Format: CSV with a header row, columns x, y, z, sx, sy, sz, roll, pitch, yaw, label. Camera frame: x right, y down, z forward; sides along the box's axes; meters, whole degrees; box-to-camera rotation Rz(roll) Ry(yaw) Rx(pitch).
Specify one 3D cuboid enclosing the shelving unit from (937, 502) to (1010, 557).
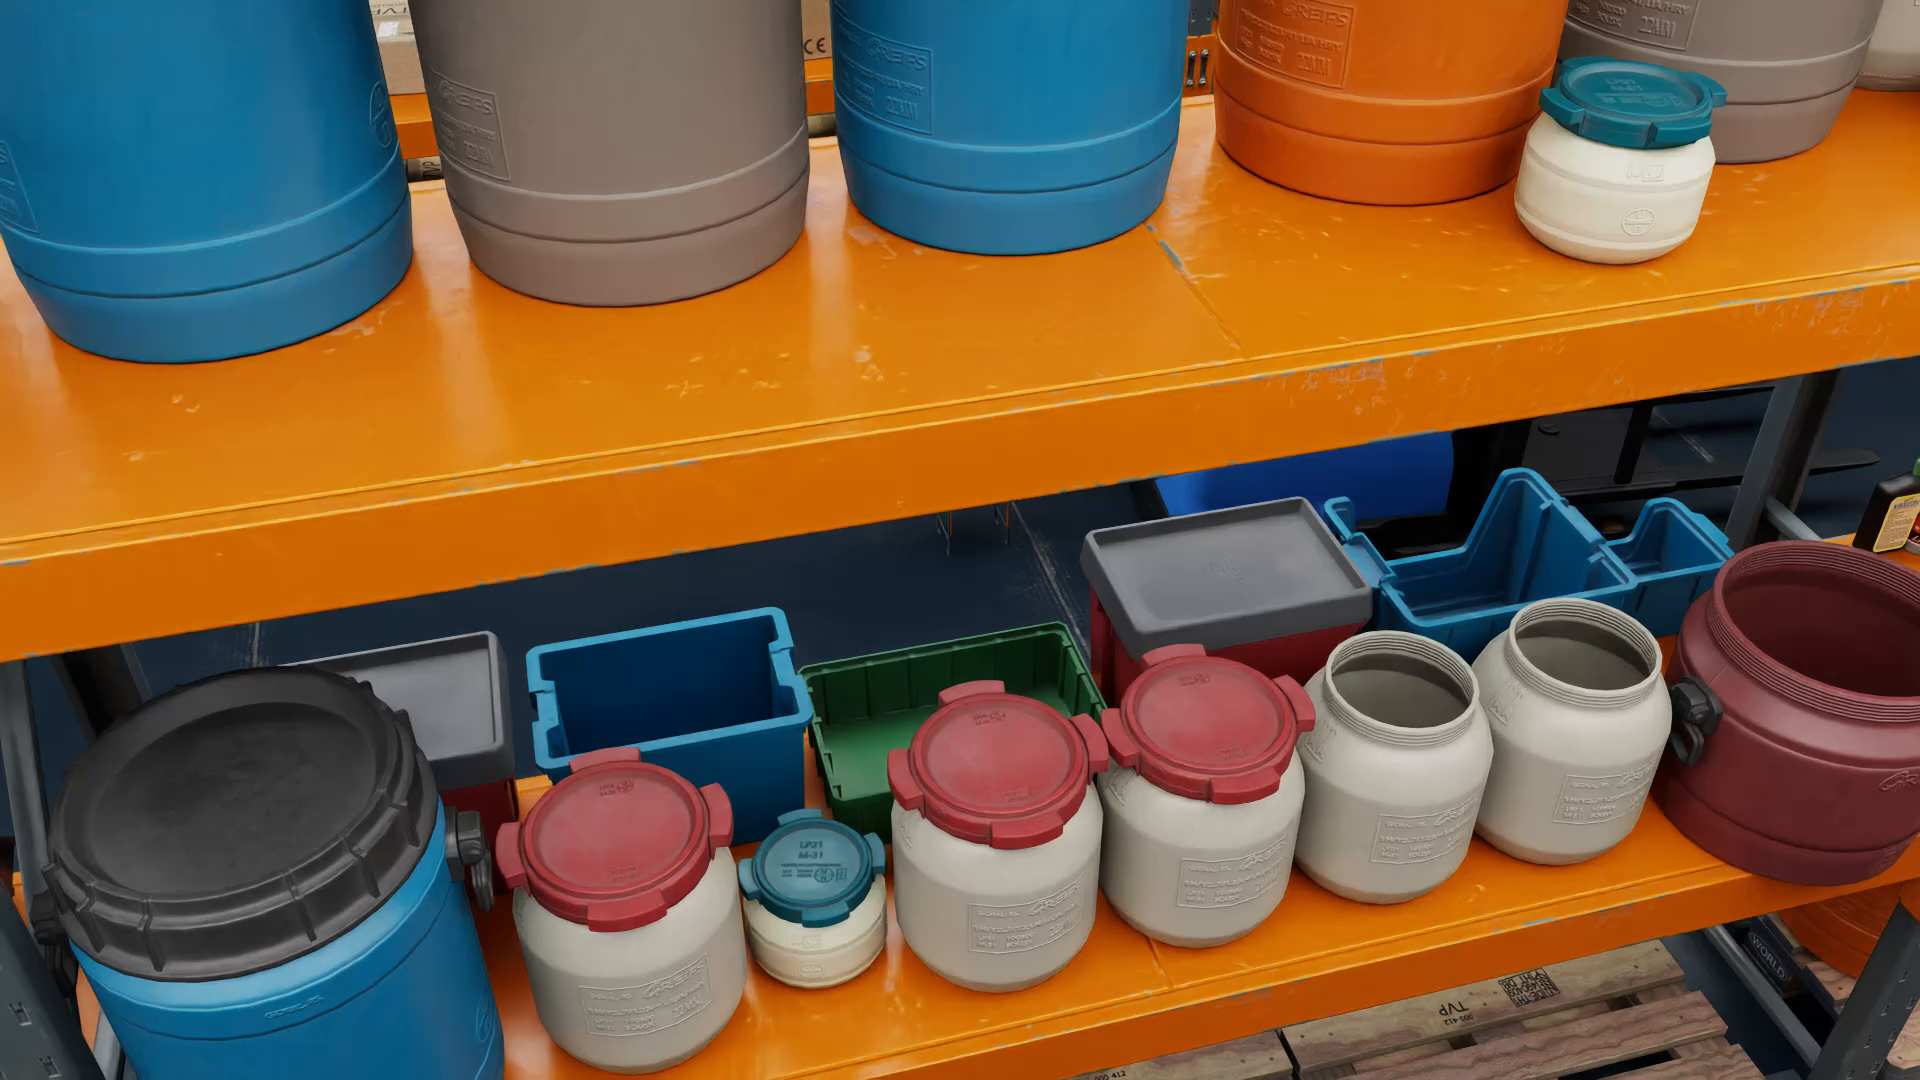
x,y,z,sx,sy,sz,roll,pitch,yaw,label
0.052,-0.425,6.442,0.252,1.050,0.215,-9,38,-12,shelving unit

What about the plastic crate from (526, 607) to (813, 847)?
x,y,z,sx,sy,sz,roll,pitch,yaw,label
-0.631,0.460,3.693,0.575,0.384,0.392,-9,38,-12,plastic crate

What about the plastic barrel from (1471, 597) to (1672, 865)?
x,y,z,sx,sy,sz,roll,pitch,yaw,label
1.309,0.421,3.639,0.421,0.512,0.421,0,37,0,plastic barrel

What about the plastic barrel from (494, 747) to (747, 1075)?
x,y,z,sx,sy,sz,roll,pitch,yaw,label
-0.634,0.734,3.210,0.433,0.535,0.433,0,37,0,plastic barrel

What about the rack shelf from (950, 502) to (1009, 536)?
x,y,z,sx,sy,sz,roll,pitch,yaw,label
0.052,-0.196,6.617,0.240,0.259,0.215,-9,38,-12,rack shelf

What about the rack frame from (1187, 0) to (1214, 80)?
x,y,z,sx,sy,sz,roll,pitch,yaw,label
0.959,-2.729,7.848,0.127,3.000,1.000,-9,38,-12,rack frame

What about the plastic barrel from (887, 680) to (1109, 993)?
x,y,z,sx,sy,sz,roll,pitch,yaw,label
0.074,0.618,3.362,0.433,0.535,0.433,0,37,0,plastic barrel

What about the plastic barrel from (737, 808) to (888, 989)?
x,y,z,sx,sy,sz,roll,pitch,yaw,label
-0.297,0.746,3.420,0.301,0.262,0.301,0,37,0,plastic barrel

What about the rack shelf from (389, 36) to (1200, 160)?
x,y,z,sx,sy,sz,roll,pitch,yaw,label
-0.972,-2.126,7.653,4.000,0.370,1.077,-9,38,-12,rack shelf

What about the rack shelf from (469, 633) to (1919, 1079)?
x,y,z,sx,sy,sz,roll,pitch,yaw,label
0.316,0.780,3.854,4.000,0.370,1.077,-9,38,-12,rack shelf

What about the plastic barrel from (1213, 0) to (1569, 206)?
x,y,z,sx,sy,sz,roll,pitch,yaw,label
0.766,-1.078,2.868,0.708,0.830,0.600,-9,38,-12,plastic barrel

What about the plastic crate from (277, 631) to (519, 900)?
x,y,z,sx,sy,sz,roll,pitch,yaw,label
-1.227,0.529,3.537,0.583,0.464,0.402,-9,38,-12,plastic crate

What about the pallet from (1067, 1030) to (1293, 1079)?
x,y,z,sx,sy,sz,roll,pitch,yaw,label
0.313,1.576,4.516,1.213,0.211,1.003,-9,38,-12,pallet

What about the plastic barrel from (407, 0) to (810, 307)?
x,y,z,sx,sy,sz,roll,pitch,yaw,label
-0.549,-0.891,2.565,0.600,0.901,0.600,0,37,0,plastic barrel

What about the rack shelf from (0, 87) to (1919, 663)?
x,y,z,sx,sy,sz,roll,pitch,yaw,label
0.316,-0.412,2.942,4.000,0.370,1.077,-9,38,-12,rack shelf

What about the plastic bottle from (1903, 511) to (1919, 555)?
x,y,z,sx,sy,sz,roll,pitch,yaw,label
2.642,-0.066,4.531,0.097,0.201,0.097,0,37,0,plastic bottle

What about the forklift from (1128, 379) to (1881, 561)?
x,y,z,sx,sy,sz,roll,pitch,yaw,label
2.229,-1.374,6.134,3.031,2.935,1.130,-5,38,-7,forklift

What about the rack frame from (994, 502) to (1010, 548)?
x,y,z,sx,sy,sz,roll,pitch,yaw,label
0.169,-0.445,6.467,0.008,1.050,0.200,-9,38,-12,rack frame

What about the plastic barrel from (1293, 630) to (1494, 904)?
x,y,z,sx,sy,sz,roll,pitch,yaw,label
0.902,0.488,3.551,0.421,0.512,0.421,0,37,0,plastic barrel

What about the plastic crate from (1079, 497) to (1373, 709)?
x,y,z,sx,sy,sz,roll,pitch,yaw,label
0.607,0.228,3.930,0.583,0.464,0.402,-9,38,-12,plastic crate

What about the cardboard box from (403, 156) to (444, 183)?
x,y,z,sx,sy,sz,roll,pitch,yaw,label
-2.587,-1.625,7.861,0.500,0.311,0.500,-9,38,-12,cardboard box

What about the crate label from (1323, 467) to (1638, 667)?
x,y,z,sx,sy,sz,roll,pitch,yaw,label
1.217,0.162,4.040,0.616,0.435,0.502,-9,38,-12,crate label

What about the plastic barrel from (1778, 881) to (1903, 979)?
x,y,z,sx,sy,sz,roll,pitch,yaw,label
2.714,0.785,4.696,0.708,0.830,0.600,-9,38,-12,plastic barrel

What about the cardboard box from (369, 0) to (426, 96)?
x,y,z,sx,sy,sz,roll,pitch,yaw,label
-2.439,-2.139,7.201,0.500,0.250,0.500,-7,38,-9,cardboard box

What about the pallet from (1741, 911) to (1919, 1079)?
x,y,z,sx,sy,sz,roll,pitch,yaw,label
2.997,1.136,5.092,1.213,0.211,1.003,-9,38,-12,pallet

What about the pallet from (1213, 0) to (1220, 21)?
x,y,z,sx,sy,sz,roll,pitch,yaw,label
1.595,-2.801,8.101,1.003,0.211,1.213,-9,38,-12,pallet

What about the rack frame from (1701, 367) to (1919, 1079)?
x,y,z,sx,sy,sz,roll,pitch,yaw,label
2.247,0.177,4.049,0.127,3.000,1.000,-9,38,-12,rack frame

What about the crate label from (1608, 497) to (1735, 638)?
x,y,z,sx,sy,sz,roll,pitch,yaw,label
1.742,0.091,4.300,0.416,0.233,0.303,-9,38,-12,crate label

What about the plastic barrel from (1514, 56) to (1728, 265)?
x,y,z,sx,sy,sz,roll,pitch,yaw,label
1.080,-0.621,2.738,0.301,0.262,0.301,0,37,0,plastic barrel

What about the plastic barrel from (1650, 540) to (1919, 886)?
x,y,z,sx,sy,sz,roll,pitch,yaw,label
1.878,0.374,3.680,0.708,0.536,0.600,-9,38,-12,plastic barrel

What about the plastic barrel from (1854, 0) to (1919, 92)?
x,y,z,sx,sy,sz,roll,pitch,yaw,label
1.867,-1.189,3.275,0.421,0.512,0.421,0,37,0,plastic barrel

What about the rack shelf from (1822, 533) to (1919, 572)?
x,y,z,sx,sy,sz,roll,pitch,yaw,label
4.177,0.146,4.682,4.000,0.370,1.077,-9,38,-12,rack shelf

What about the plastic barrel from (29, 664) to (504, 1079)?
x,y,z,sx,sy,sz,roll,pitch,yaw,label
-1.163,0.728,2.916,0.708,0.901,0.600,-9,38,-12,plastic barrel

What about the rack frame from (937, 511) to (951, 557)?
x,y,z,sx,sy,sz,roll,pitch,yaw,label
-0.066,-0.406,6.417,0.008,1.050,0.200,-9,38,-12,rack frame

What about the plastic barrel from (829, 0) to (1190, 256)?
x,y,z,sx,sy,sz,roll,pitch,yaw,label
0.082,-0.995,2.700,0.708,0.901,0.600,-9,38,-12,plastic barrel

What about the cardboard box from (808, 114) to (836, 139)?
x,y,z,sx,sy,sz,roll,pitch,yaw,label
-0.621,-1.948,8.283,0.500,0.311,0.500,-10,39,-13,cardboard box

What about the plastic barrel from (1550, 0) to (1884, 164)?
x,y,z,sx,sy,sz,roll,pitch,yaw,label
1.397,-1.210,2.982,0.600,0.901,0.600,0,37,0,plastic barrel

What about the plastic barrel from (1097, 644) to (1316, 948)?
x,y,z,sx,sy,sz,roll,pitch,yaw,label
0.492,0.549,3.451,0.433,0.535,0.433,0,37,0,plastic barrel

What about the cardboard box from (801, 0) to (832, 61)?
x,y,z,sx,sy,sz,roll,pitch,yaw,label
-0.657,-2.493,7.458,0.500,0.500,0.500,-11,39,-14,cardboard box

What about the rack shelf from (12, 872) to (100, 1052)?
x,y,z,sx,sy,sz,roll,pitch,yaw,label
-3.546,1.413,3.026,4.000,0.370,1.077,-9,38,-12,rack shelf

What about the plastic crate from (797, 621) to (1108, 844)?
x,y,z,sx,sy,sz,roll,pitch,yaw,label
-0.007,0.454,3.863,0.662,0.188,0.450,-9,38,-12,plastic crate

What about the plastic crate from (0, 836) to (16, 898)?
x,y,z,sx,sy,sz,roll,pitch,yaw,label
-2.154,0.844,3.229,0.504,0.338,0.767,-9,38,-12,plastic crate

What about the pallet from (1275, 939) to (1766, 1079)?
x,y,z,sx,sy,sz,roll,pitch,yaw,label
1.489,1.385,4.766,1.213,0.211,1.003,-9,38,-12,pallet

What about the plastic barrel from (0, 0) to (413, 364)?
x,y,z,sx,sy,sz,roll,pitch,yaw,label
-1.181,-0.787,2.429,0.708,0.901,0.600,-9,38,-12,plastic barrel

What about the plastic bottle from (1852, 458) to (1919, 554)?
x,y,z,sx,sy,sz,roll,pitch,yaw,label
2.526,-0.091,4.496,0.133,0.283,0.061,-9,38,-12,plastic bottle

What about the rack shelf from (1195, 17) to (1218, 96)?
x,y,z,sx,sy,sz,roll,pitch,yaw,label
2.890,-2.760,8.481,4.000,0.370,1.077,-9,38,-12,rack shelf
